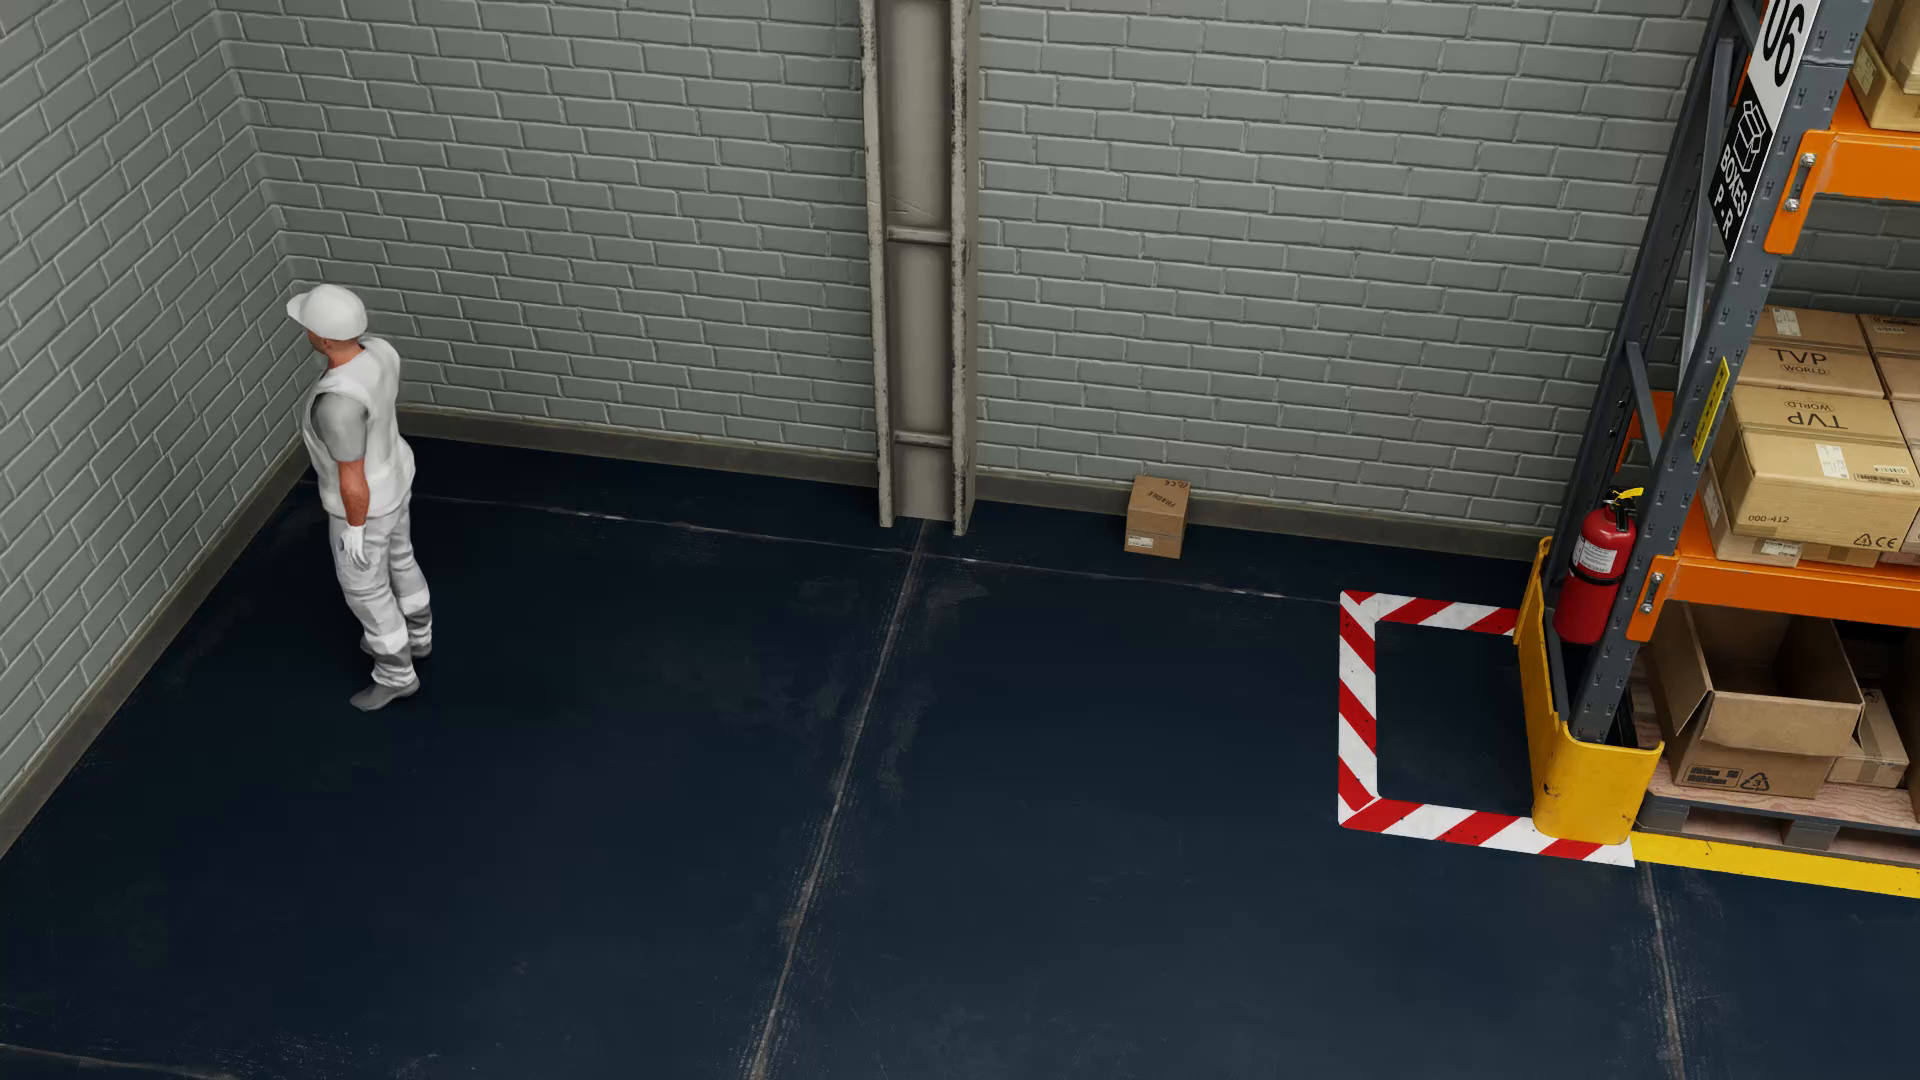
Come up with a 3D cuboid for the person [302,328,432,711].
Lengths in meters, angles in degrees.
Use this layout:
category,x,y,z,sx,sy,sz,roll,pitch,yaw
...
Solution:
category,x,y,z,sx,sy,sz,roll,pitch,yaw
person,-2.281,-0.139,6.330,0.446,1.796,0.591,3,40,3
